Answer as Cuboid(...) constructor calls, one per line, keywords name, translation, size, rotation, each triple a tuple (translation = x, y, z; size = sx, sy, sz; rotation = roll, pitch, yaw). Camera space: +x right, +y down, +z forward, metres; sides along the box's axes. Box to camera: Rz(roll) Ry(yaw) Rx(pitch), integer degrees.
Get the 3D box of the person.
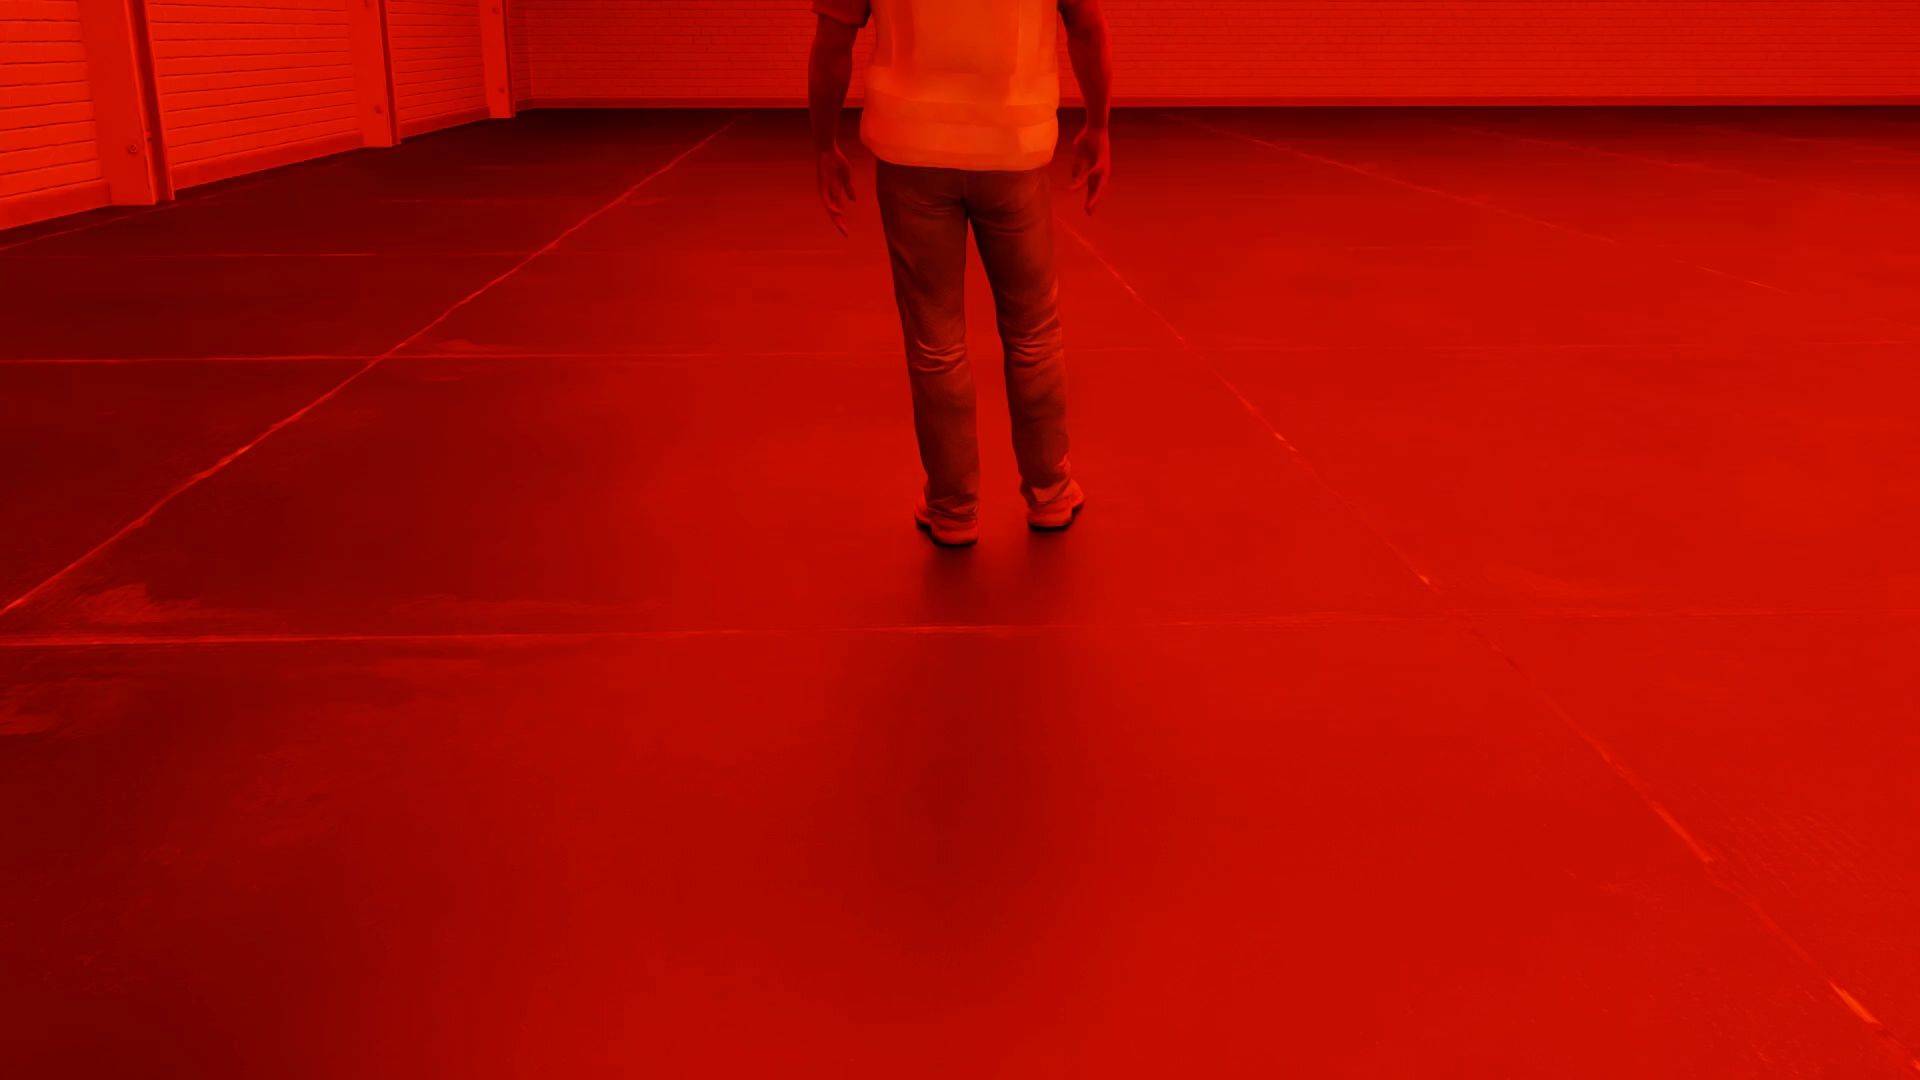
Cuboid(name="person", translation=(0.001, -0.872, 3.725), size=(0.666, 1.768, 0.575), rotation=(-1, 17, -3))
